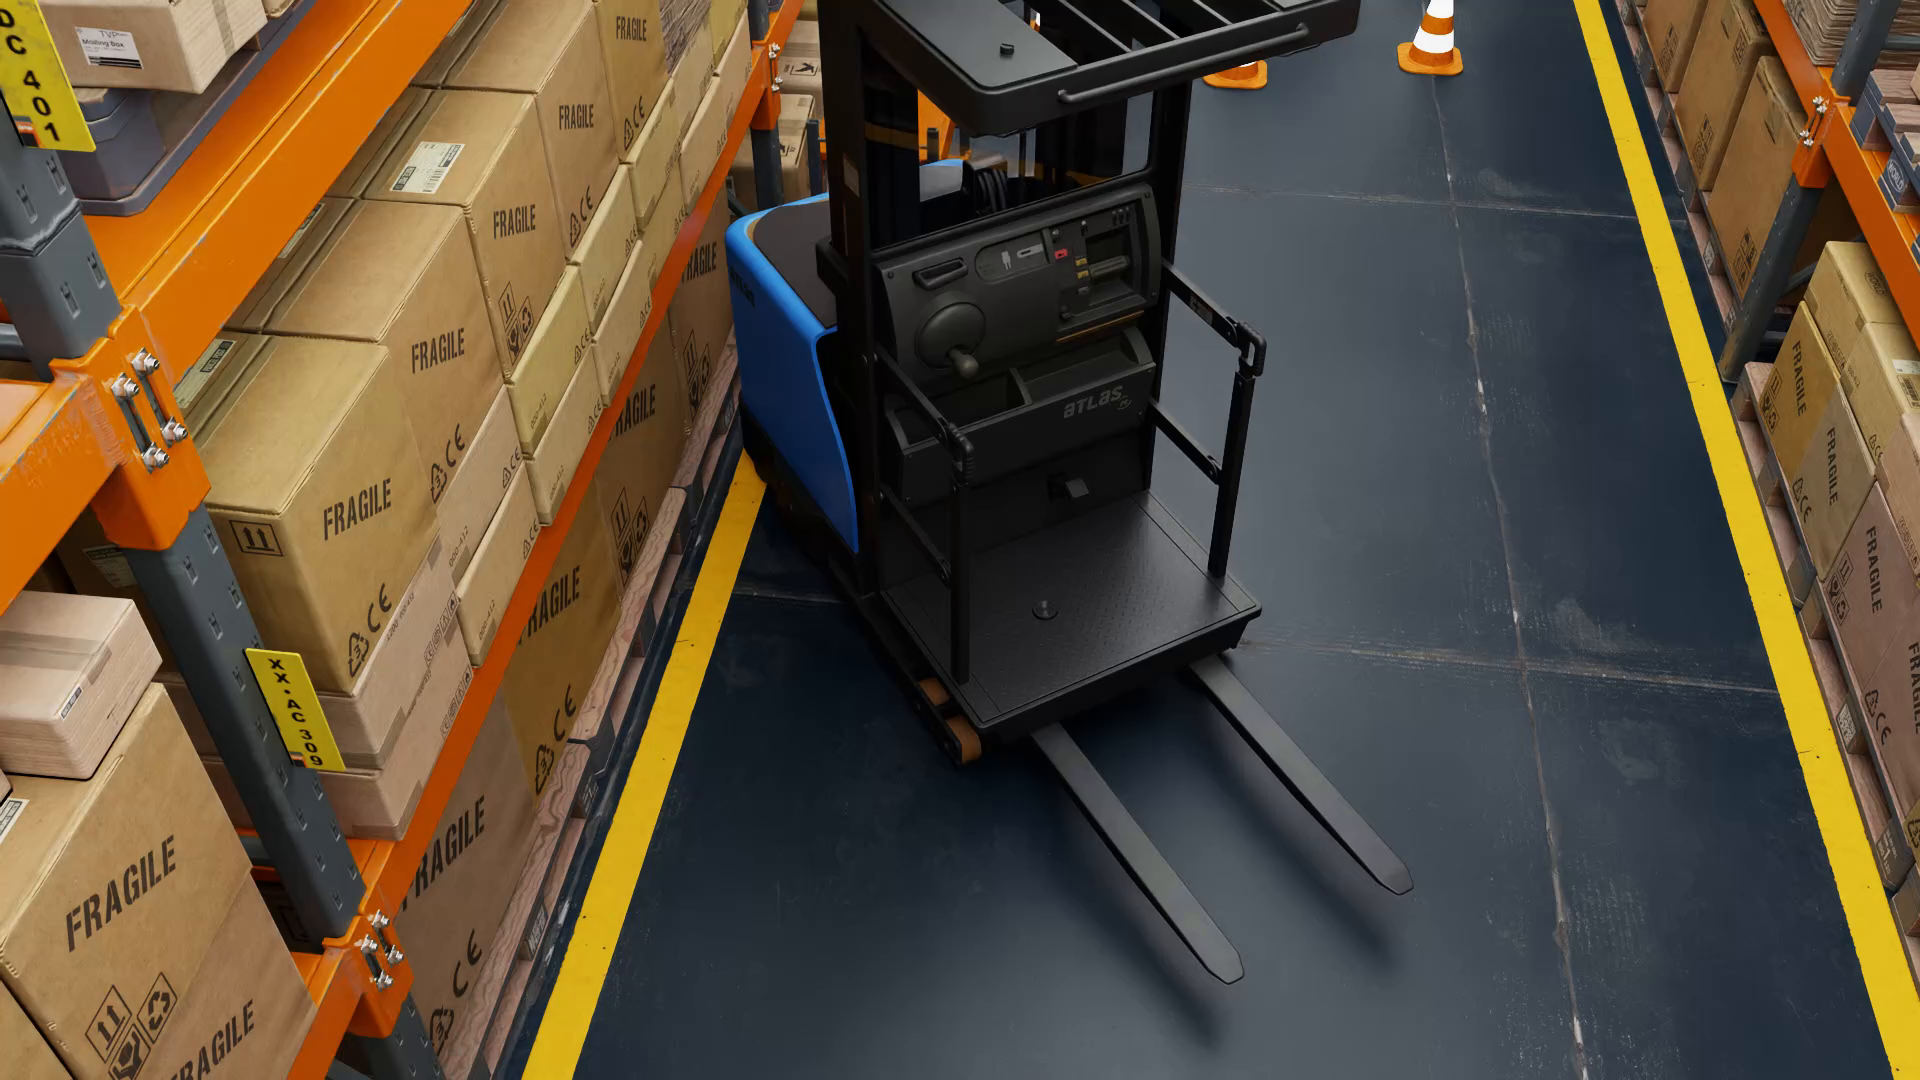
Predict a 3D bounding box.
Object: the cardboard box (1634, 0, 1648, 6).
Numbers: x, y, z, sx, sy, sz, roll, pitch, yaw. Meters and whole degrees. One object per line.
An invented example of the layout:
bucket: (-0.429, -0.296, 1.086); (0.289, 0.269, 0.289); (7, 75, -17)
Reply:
cardboard box: (4.219, -3.366, 8.954); (1.050, 0.750, 0.750); (5, 44, 5)

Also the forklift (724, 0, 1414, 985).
forklift: (0.303, -0.688, 4.845); (1.130, 2.935, 3.031); (-21, 47, -21)

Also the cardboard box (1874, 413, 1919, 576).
cardboard box: (3.207, -0.123, 5.166); (0.500, 0.250, 0.500); (6, 44, 6)

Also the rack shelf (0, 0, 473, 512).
rack shelf: (-1.501, -1.582, 4.080); (1.077, 0.370, 4.000); (5, 44, 6)

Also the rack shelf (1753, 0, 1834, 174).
rack shelf: (3.948, -2.838, 7.588); (1.077, 0.370, 4.000); (5, 44, 6)

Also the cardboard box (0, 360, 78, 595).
cardboard box: (-1.955, -0.117, 3.392); (0.500, 0.500, 0.500); (7, 44, 7)

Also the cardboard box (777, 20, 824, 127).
cardboard box: (-1.062, -2.203, 8.001); (0.950, 0.372, 0.625); (4, 44, 5)

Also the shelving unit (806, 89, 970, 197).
shelving unit: (-0.270, -1.503, 7.019); (0.538, 1.125, 1.048); (5, 44, 5)

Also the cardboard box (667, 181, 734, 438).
cardboard box: (-1.410, -1.035, 6.401); (0.875, 0.875, 0.875); (5, 44, 5)

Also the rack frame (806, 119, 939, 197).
rack frame: (-0.332, -1.156, 6.653); (0.500, 1.125, 0.032); (5, 44, 5)

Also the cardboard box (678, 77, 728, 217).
cardboard box: (-1.098, -1.345, 5.597); (0.500, 0.250, 0.500); (6, 44, 6)

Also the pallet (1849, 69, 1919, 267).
pallet: (3.695, -1.171, 5.444); (1.213, 0.211, 1.003); (5, 44, 6)

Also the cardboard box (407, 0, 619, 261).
cardboard box: (-1.251, -1.108, 4.438); (0.500, 0.500, 0.500); (5, 44, 5)

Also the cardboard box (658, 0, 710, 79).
cardboard box: (-1.105, -1.790, 5.159); (0.500, 0.500, 0.500); (6, 44, 6)

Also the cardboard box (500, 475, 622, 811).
cardboard box: (-1.651, 0.182, 5.116); (0.875, 0.875, 0.875); (6, 44, 7)

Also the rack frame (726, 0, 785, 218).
rack frame: (-1.236, -2.117, 6.304); (1.000, 3.000, 0.127); (5, 44, 6)

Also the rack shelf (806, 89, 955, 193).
rack shelf: (-0.270, -1.716, 6.818); (0.538, 0.278, 1.000); (5, 44, 5)

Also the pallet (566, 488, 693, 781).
pallet: (-1.579, 0.255, 5.827); (1.003, 0.211, 1.213); (5, 44, 6)

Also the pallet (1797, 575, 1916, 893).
pallet: (3.415, 0.638, 5.422); (1.003, 0.211, 1.213); (5, 44, 6)

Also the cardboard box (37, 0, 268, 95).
cardboard box: (-1.352, -0.893, 2.622); (0.396, 0.266, 0.258); (5, 44, 5)

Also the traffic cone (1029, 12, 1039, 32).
traffic cone: (0.516, -2.949, 9.028); (0.336, 0.463, 0.334); (5, 44, 6)

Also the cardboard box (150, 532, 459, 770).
cardboard box: (-1.428, 0.208, 3.594); (0.500, 0.250, 0.500); (4, 44, 4)

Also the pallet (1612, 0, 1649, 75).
pallet: (4.185, -2.917, 9.177); (1.003, 0.211, 1.213); (5, 44, 6)

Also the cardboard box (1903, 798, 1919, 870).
cardboard box: (3.071, 0.869, 4.664); (0.500, 0.500, 0.500); (4, 44, 5)

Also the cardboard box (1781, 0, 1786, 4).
cardboard box: (3.544, -2.443, 6.576); (0.500, 0.500, 0.500); (5, 44, 6)

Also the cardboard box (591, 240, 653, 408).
cardboard box: (-1.220, -0.653, 4.867); (0.500, 0.250, 0.500); (5, 44, 5)

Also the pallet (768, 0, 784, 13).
pallet: (-1.248, -2.543, 6.893); (1.213, 0.211, 1.003); (5, 44, 6)

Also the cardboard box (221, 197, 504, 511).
cardboard box: (-1.382, -0.413, 3.705); (0.500, 0.500, 0.500); (5, 44, 5)

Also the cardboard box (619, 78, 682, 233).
cardboard box: (-1.160, -1.190, 5.071); (0.500, 0.250, 0.500); (4, 44, 4)

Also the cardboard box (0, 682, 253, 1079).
cardboard box: (-1.554, 0.557, 2.681); (0.500, 0.500, 0.500); (5, 44, 5)

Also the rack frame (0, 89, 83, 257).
rack frame: (-1.765, -1.569, 1.362); (1.000, 3.000, 0.127); (5, 44, 6)

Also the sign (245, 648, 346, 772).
sign: (-1.215, 0.316, 3.048); (0.100, 0.325, 0.005); (5, 44, 6)

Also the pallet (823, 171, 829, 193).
pallet: (-1.132, -1.637, 7.825); (1.003, 0.211, 1.213); (5, 44, 6)

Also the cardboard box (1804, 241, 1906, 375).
cardboard box: (3.352, -0.805, 5.886); (0.500, 0.250, 0.500); (3, 44, 4)

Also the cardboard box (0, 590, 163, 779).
cardboard box: (-1.490, 0.213, 2.572); (0.380, 0.149, 0.250); (4, 44, 5)

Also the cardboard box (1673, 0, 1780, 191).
cardboard box: (3.965, -2.074, 7.590); (1.050, 0.750, 0.750); (6, 44, 6)

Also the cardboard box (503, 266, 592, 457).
cardboard box: (-1.293, -0.491, 4.333); (0.500, 0.250, 0.500); (6, 44, 6)

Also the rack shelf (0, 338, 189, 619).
rack shelf: (-2.030, 1.144, 1.201); (1.077, 0.370, 4.000); (5, 44, 6)

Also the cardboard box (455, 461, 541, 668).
cardboard box: (-1.378, 0.035, 4.140); (0.500, 0.250, 0.500); (4, 44, 4)

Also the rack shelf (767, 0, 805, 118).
rack shelf: (-0.972, -3.219, 7.991); (1.077, 0.370, 4.000); (5, 44, 6)

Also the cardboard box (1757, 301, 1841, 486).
cardboard box: (3.337, -0.522, 6.132); (0.500, 0.500, 0.500); (4, 44, 4)

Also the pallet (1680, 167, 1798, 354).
pallet: (3.862, -1.254, 7.420); (1.003, 0.211, 1.213); (5, 44, 6)

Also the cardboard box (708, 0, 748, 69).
cardboard box: (-1.049, -1.891, 5.811); (0.500, 0.250, 0.500); (5, 44, 5)

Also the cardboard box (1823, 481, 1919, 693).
cardboard box: (3.211, 0.172, 5.400); (0.500, 0.500, 0.500); (4, 44, 4)
